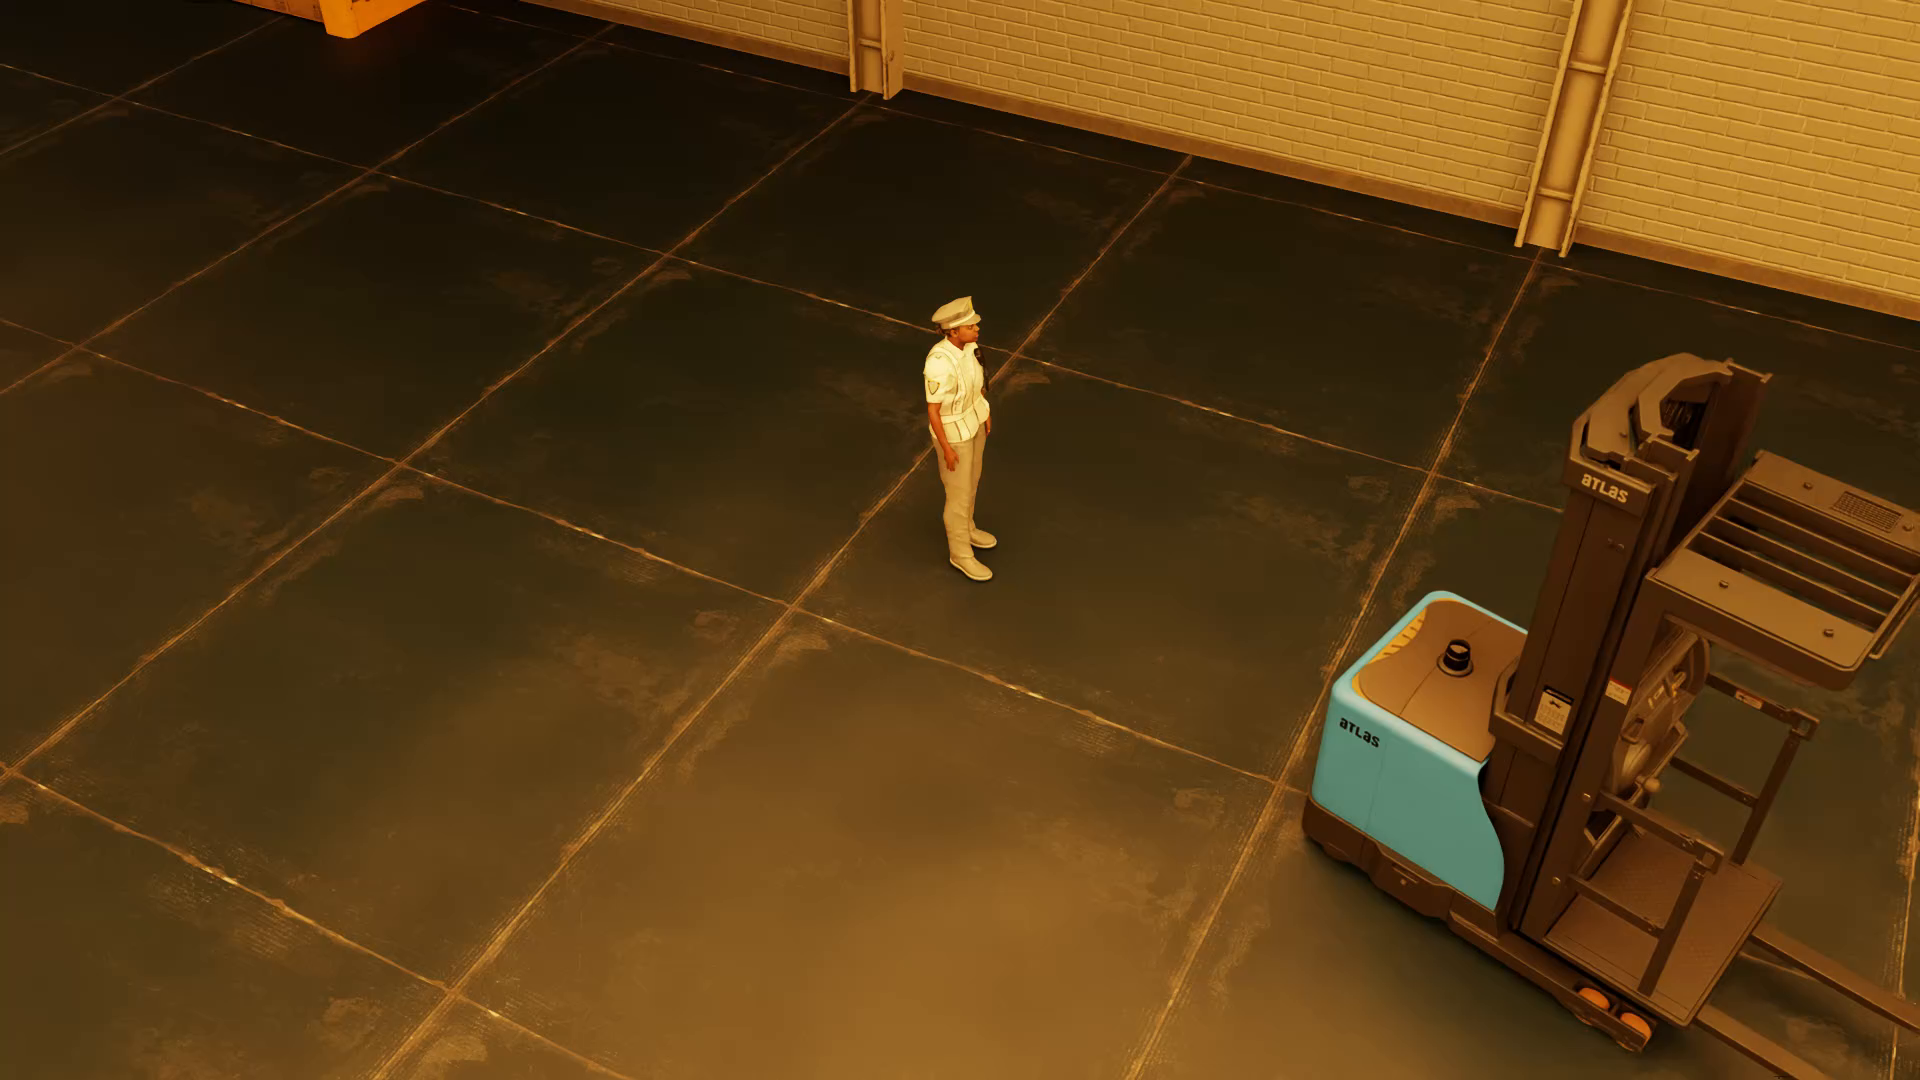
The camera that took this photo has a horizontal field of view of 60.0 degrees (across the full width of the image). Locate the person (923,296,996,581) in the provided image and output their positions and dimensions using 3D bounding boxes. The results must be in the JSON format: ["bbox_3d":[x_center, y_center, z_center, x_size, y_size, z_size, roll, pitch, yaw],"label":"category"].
[{"bbox_3d":[0.057,-0.619,9.672,0.530,1.692,0.569,18,43,21],"label":"person"}]

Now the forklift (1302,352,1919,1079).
[{"bbox_3d":[3.159,0.798,7.039,3.031,2.935,1.130,31,49,31],"label":"forklift"}]
